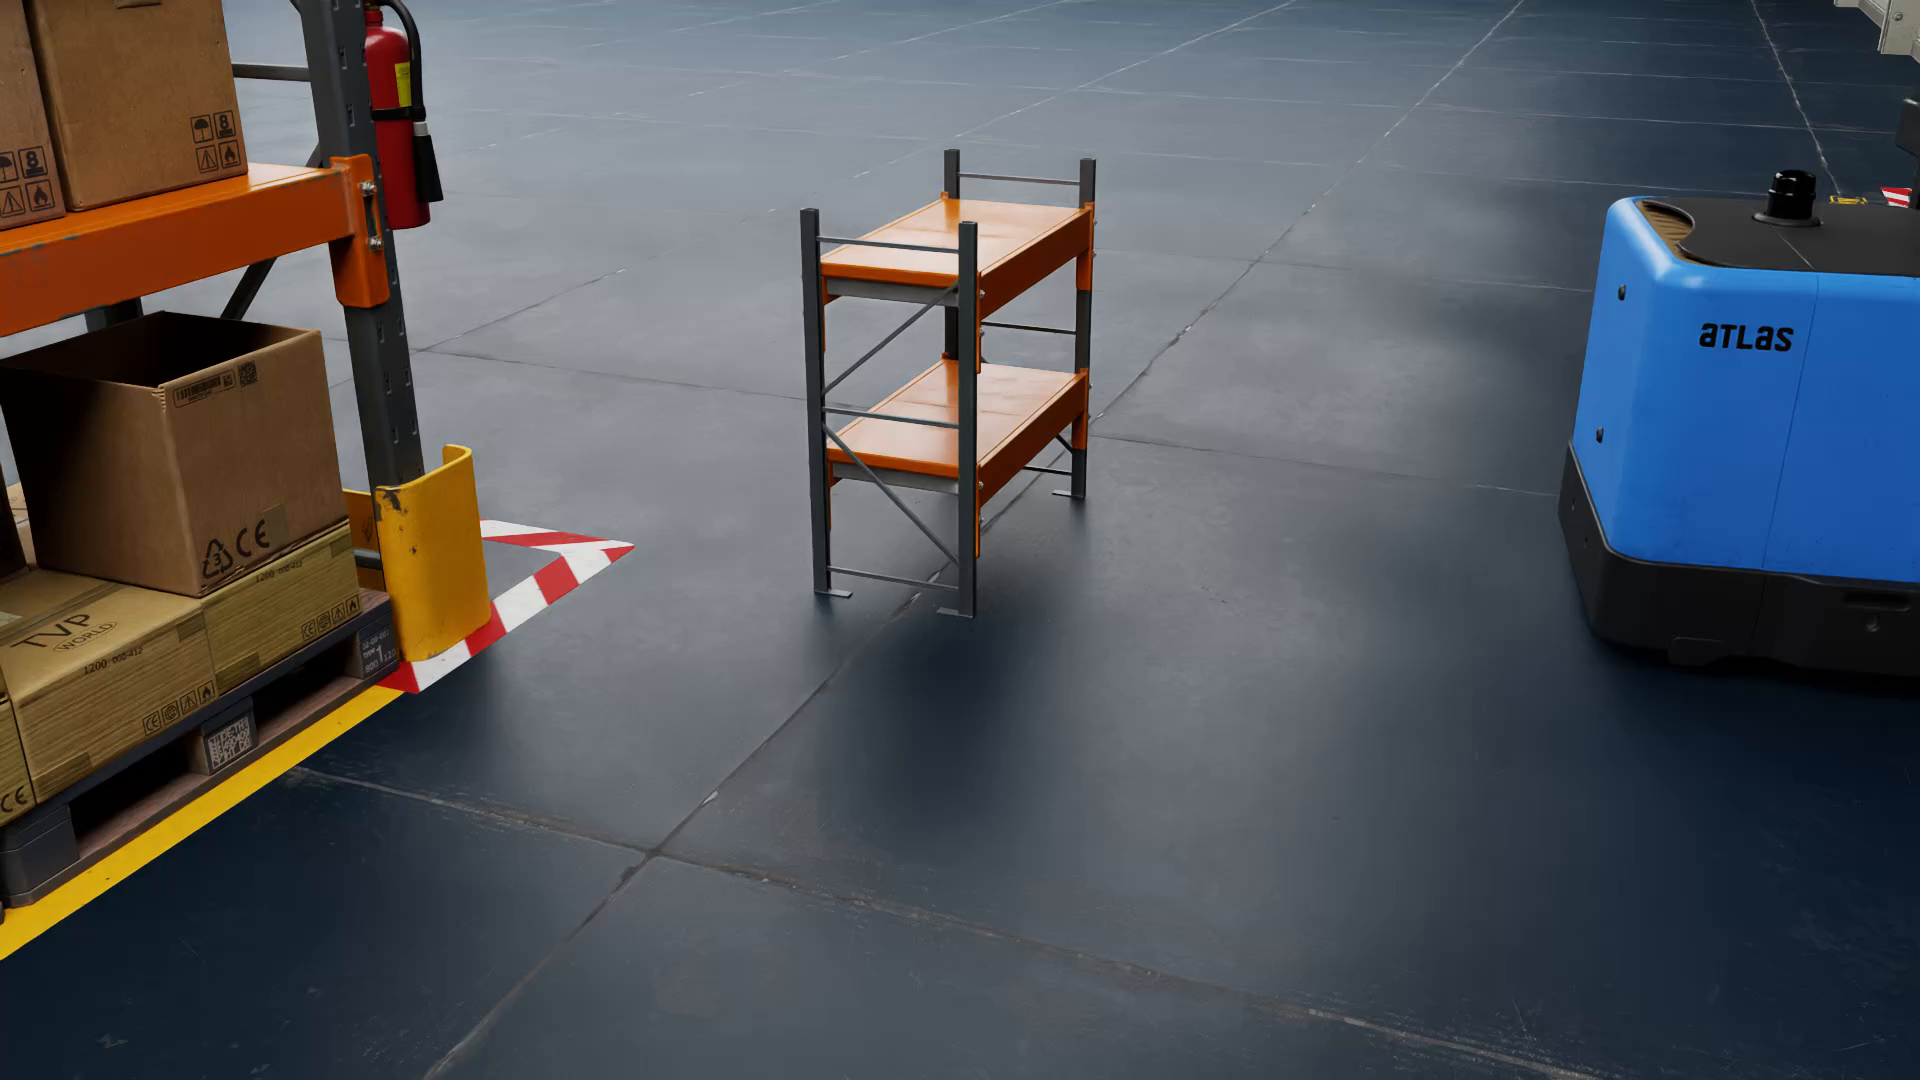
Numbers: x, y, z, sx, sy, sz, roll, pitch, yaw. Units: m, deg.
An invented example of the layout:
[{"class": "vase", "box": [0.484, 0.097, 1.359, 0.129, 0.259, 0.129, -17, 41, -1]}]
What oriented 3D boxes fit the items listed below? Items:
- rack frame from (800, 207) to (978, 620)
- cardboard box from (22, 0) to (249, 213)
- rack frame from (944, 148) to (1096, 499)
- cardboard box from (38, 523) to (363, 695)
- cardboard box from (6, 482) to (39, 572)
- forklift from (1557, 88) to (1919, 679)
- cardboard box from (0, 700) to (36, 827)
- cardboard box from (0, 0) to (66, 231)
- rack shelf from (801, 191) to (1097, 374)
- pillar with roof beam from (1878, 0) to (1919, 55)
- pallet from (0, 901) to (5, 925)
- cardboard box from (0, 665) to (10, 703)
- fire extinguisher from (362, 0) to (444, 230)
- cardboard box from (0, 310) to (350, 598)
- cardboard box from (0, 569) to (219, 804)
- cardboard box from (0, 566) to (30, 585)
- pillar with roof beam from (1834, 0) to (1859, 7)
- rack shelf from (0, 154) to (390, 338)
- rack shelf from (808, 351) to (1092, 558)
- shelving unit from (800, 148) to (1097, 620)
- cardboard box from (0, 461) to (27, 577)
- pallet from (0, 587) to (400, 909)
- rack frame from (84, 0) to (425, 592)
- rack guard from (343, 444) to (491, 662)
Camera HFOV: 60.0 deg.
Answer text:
[{"class": "rack frame", "box": [-0.191, -0.335, 4.592, 0.500, 1.125, 0.032, 9, 24, 20]}, {"class": "cardboard box", "box": [-2.110, -1.066, 3.780, 0.700, 0.500, 0.500, 9, 24, 20]}, {"class": "rack frame", "box": [0.186, -0.699, 5.463, 0.500, 1.125, 0.032, 9, 24, 20]}, {"class": "cardboard box", "box": [-1.849, 0.124, 4.084, 0.500, 0.250, 0.500, 9, 24, 20]}, {"class": "cardboard box", "box": [-2.330, 0.050, 4.261, 0.500, 0.250, 0.500, 9, 24, 20]}, {"class": "forklift", "box": [3.279, -1.084, 4.041, 3.031, 2.935, 1.130, 5, 23, 11]}, {"class": "cardboard box", "box": [-2.208, 0.484, 3.222, 0.500, 0.250, 0.500, 9, 24, 20]}, {"class": "cardboard box", "box": [-2.300, -0.877, 3.329, 0.700, 0.500, 0.500, 9, 24, 21]}, {"class": "rack shelf", "box": [-0.003, -0.787, 4.915, 0.538, 0.278, 1.000, 9, 24, 20]}, {"class": "pillar with roof beam", "box": [5.909, -9.929, 17.345, 9.100, 9.000, 0.400, 9, 24, 20]}, {"class": "pallet", "box": [-2.624, 0.816, 3.022, 1.003, 0.211, 1.213, 9, 24, 20]}, {"class": "cardboard box", "box": [-2.205, 0.138, 3.077, 0.500, 0.500, 0.500, 9, 24, 20]}, {"class": "fire extinguisher", "box": [-1.449, -1.125, 4.152, 0.296, 0.674, 0.183, 9, 24, 20]}, {"class": "cardboard box", "box": [-1.847, -0.222, 3.938, 0.500, 0.500, 0.500, 9, 24, 20]}, {"class": "cardboard box", "box": [-2.024, 0.305, 3.651, 0.500, 0.250, 0.500, 9, 24, 20]}, {"class": "cardboard box", "box": [-2.512, 0.229, 3.832, 0.500, 0.250, 0.500, 9, 24, 20]}, {"class": "pillar with roof beam", "box": [8.137, -12.076, 22.485, 9.100, 9.000, 0.400, 9, 24, 20]}, {"class": "rack shelf", "box": [-2.667, -0.137, 2.621, 1.077, 0.370, 4.000, 9, 24, 20]}, {"class": "rack shelf", "box": [-0.003, -0.291, 5.122, 0.538, 0.278, 1.000, 9, 24, 20]}, {"class": "shelving unit", "box": [-0.003, -0.517, 5.027, 0.538, 1.125, 1.048, 9, 24, 20]}, {"class": "cardboard box", "box": [-2.514, -0.117, 3.688, 0.500, 0.500, 0.500, 9, 24, 20]}, {"class": "pallet", "box": [-2.170, 0.381, 4.063, 1.003, 0.211, 1.213, 9, 24, 20]}, {"class": "rack frame", "box": [-1.924, -1.185, 4.195, 1.000, 3.000, 0.127, 9, 24, 20]}, {"class": "rack guard", "box": [-1.915, -0.040, 4.698, 1.175, 0.500, 0.348, 9, 24, 20]}]
